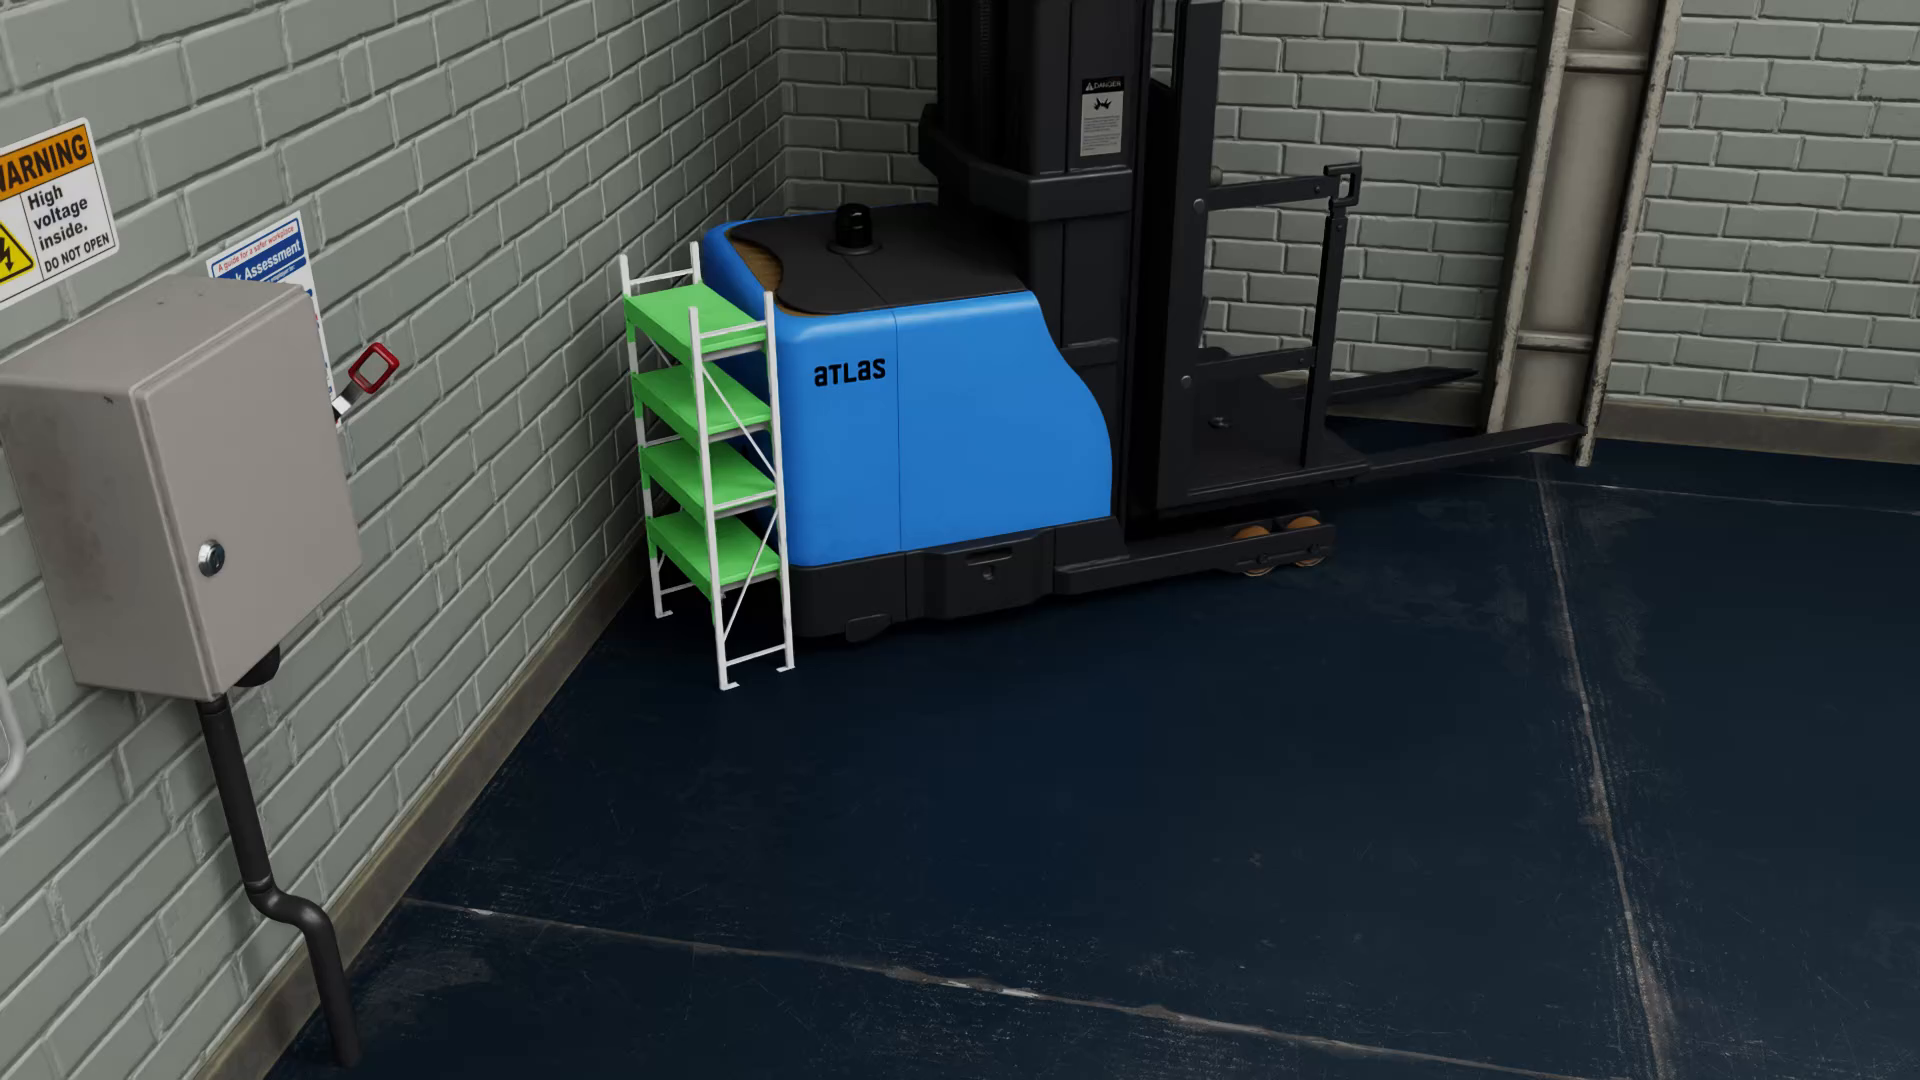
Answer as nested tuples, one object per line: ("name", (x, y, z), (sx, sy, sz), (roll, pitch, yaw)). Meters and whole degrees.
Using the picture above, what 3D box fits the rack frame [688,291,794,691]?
("rack frame", (-0.609, -0.111, 4.703), (0.240, 1.200, 0.015), (-17, 33, -28))

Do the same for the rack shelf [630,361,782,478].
("rack shelf", (-0.738, -0.365, 4.800), (0.258, 0.148, 0.480), (-17, 33, -28))

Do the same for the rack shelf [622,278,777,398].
("rack shelf", (-0.738, -0.575, 4.685), (0.258, 0.148, 0.480), (-17, 33, -28))

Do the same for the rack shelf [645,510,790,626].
("rack shelf", (-0.738, 0.056, 5.031), (0.258, 0.148, 0.480), (-17, 33, -28))

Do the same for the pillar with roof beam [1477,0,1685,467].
("pillar with roof beam", (1.310, -2.293, 0.568), (0.400, 9.000, 9.100), (6, 29, 11))

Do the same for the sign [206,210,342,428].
("sign", (-1.413, -0.396, 3.448), (0.001, 0.494, 0.329), (6, 29, 11))

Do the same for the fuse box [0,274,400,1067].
("fuse box", (-1.314, 0.380, 3.273), (0.414, 1.711, 0.539), (6, 29, 11))

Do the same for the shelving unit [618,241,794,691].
("shelving unit", (-0.738, -0.210, 4.885), (0.258, 1.200, 0.503), (-17, 33, -28))

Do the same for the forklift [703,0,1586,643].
("forklift", (0.728, -1.392, 5.240), (3.031, 2.935, 1.130), (-10, 30, -17))

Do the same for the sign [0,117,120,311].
("sign", (-1.528, -0.542, 2.756), (0.001, 0.242, 0.339), (6, 29, 11))

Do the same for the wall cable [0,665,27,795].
("wall cable", (-1.610, -0.326, 2.163), (0.122, 1.984, 0.588), (6, 29, 11))

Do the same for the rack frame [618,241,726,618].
("rack frame", (-0.866, -0.310, 5.067), (0.240, 1.200, 0.015), (-17, 33, -28))

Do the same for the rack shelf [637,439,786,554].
("rack shelf", (-0.738, -0.154, 4.916), (0.258, 0.148, 0.480), (-17, 33, -28))
